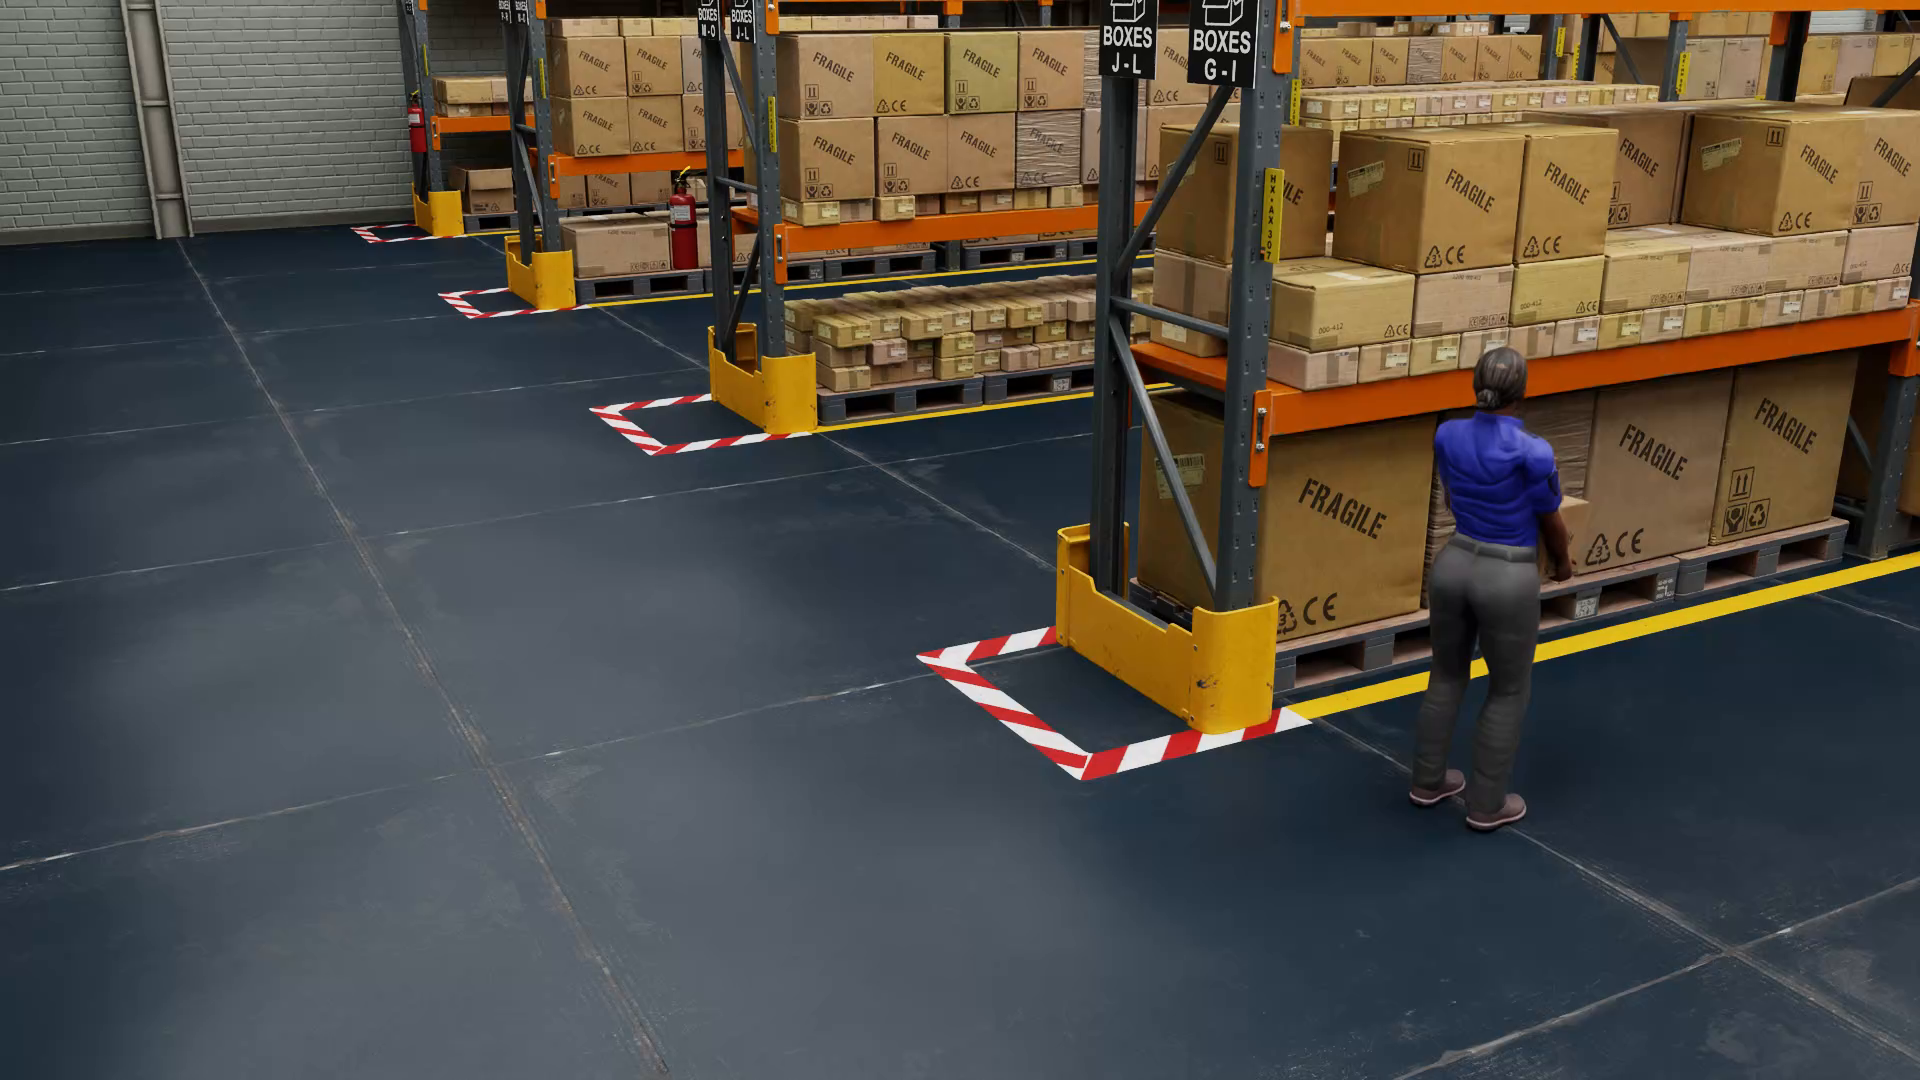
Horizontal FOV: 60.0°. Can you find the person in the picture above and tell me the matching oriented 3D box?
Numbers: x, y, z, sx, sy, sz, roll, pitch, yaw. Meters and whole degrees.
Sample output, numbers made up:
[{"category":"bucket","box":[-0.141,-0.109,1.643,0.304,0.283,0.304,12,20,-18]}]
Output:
[{"category":"person","box":[1.833,0.145,5.653,0.505,1.656,0.436,-16,25,-40]}]
